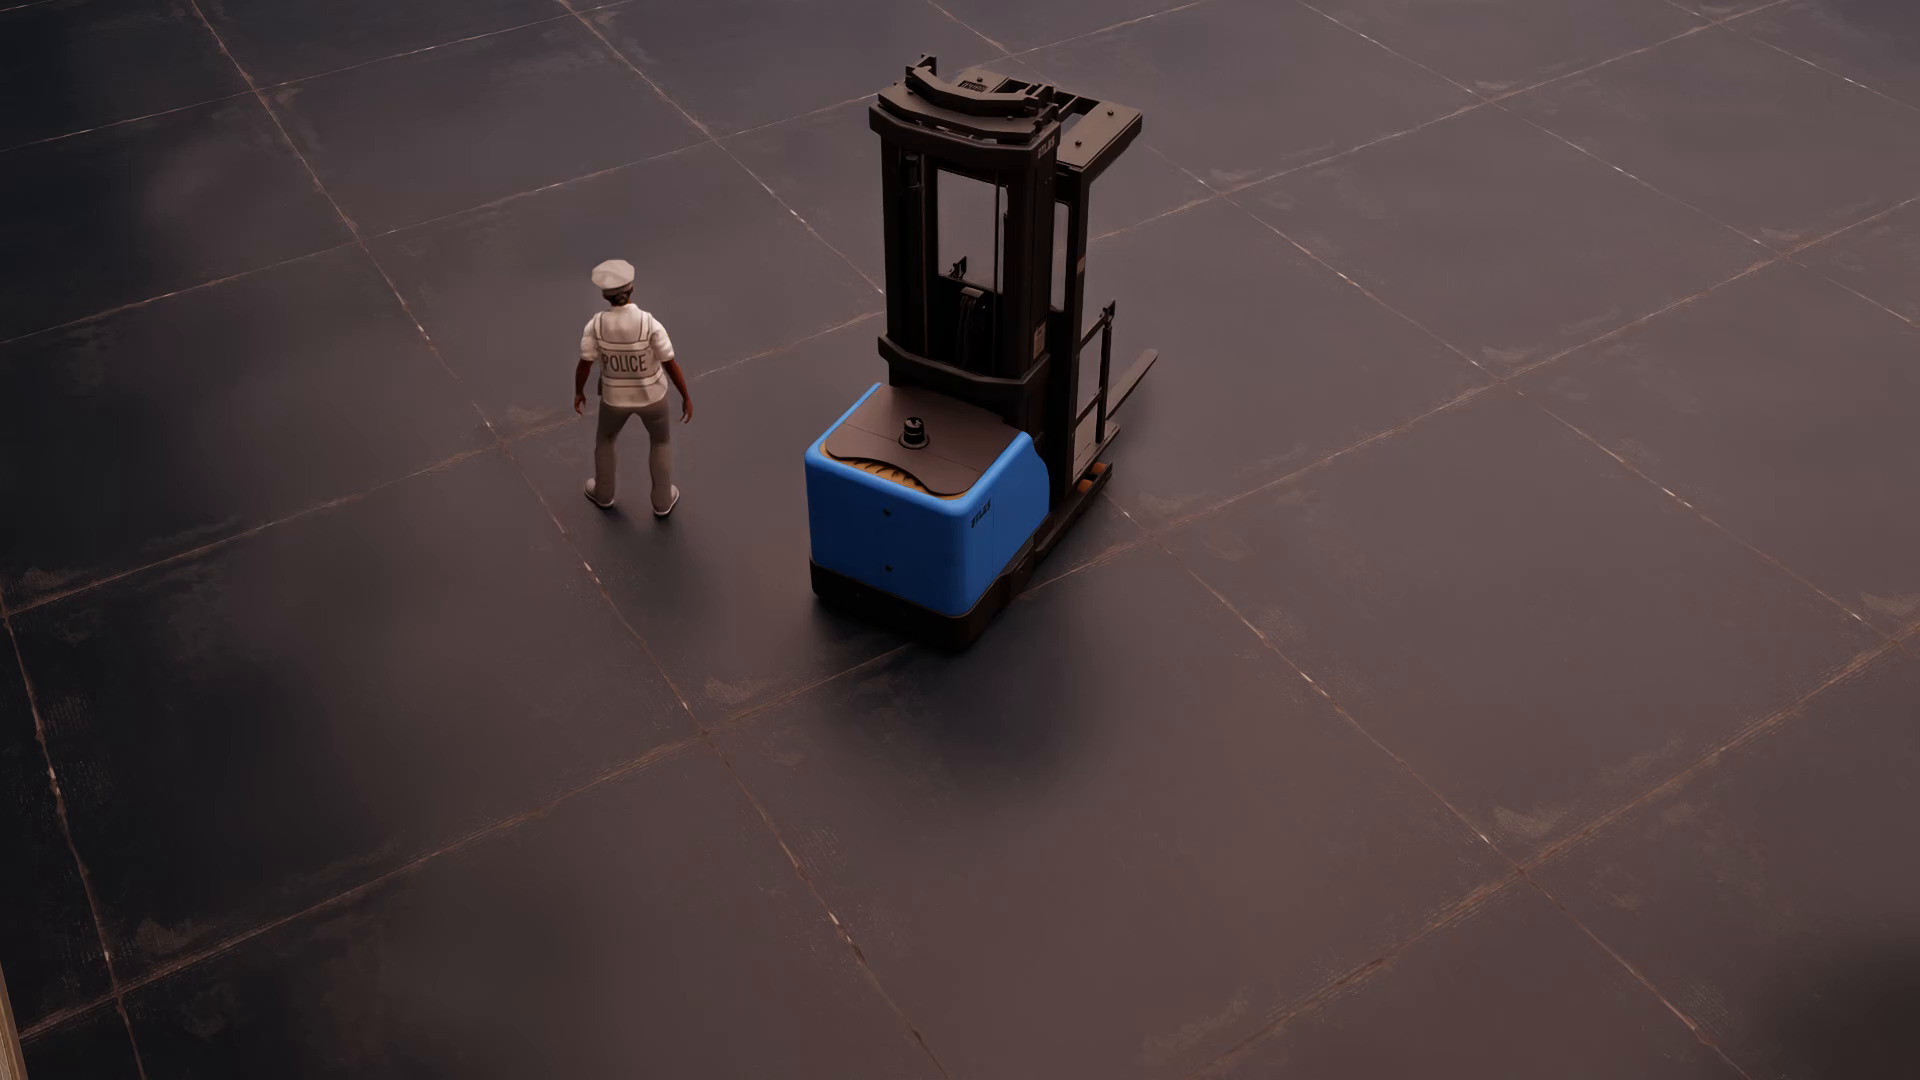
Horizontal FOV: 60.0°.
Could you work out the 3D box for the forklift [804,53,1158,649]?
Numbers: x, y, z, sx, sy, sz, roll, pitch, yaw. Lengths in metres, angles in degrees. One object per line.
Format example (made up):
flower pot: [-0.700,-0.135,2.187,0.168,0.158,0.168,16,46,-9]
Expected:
forklift: [0.301,-1.453,9.534,1.130,2.935,3.031,20,45,22]

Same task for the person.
person: [-1.971,-0.867,9.860,0.770,1.630,0.383,-2,41,-2]
